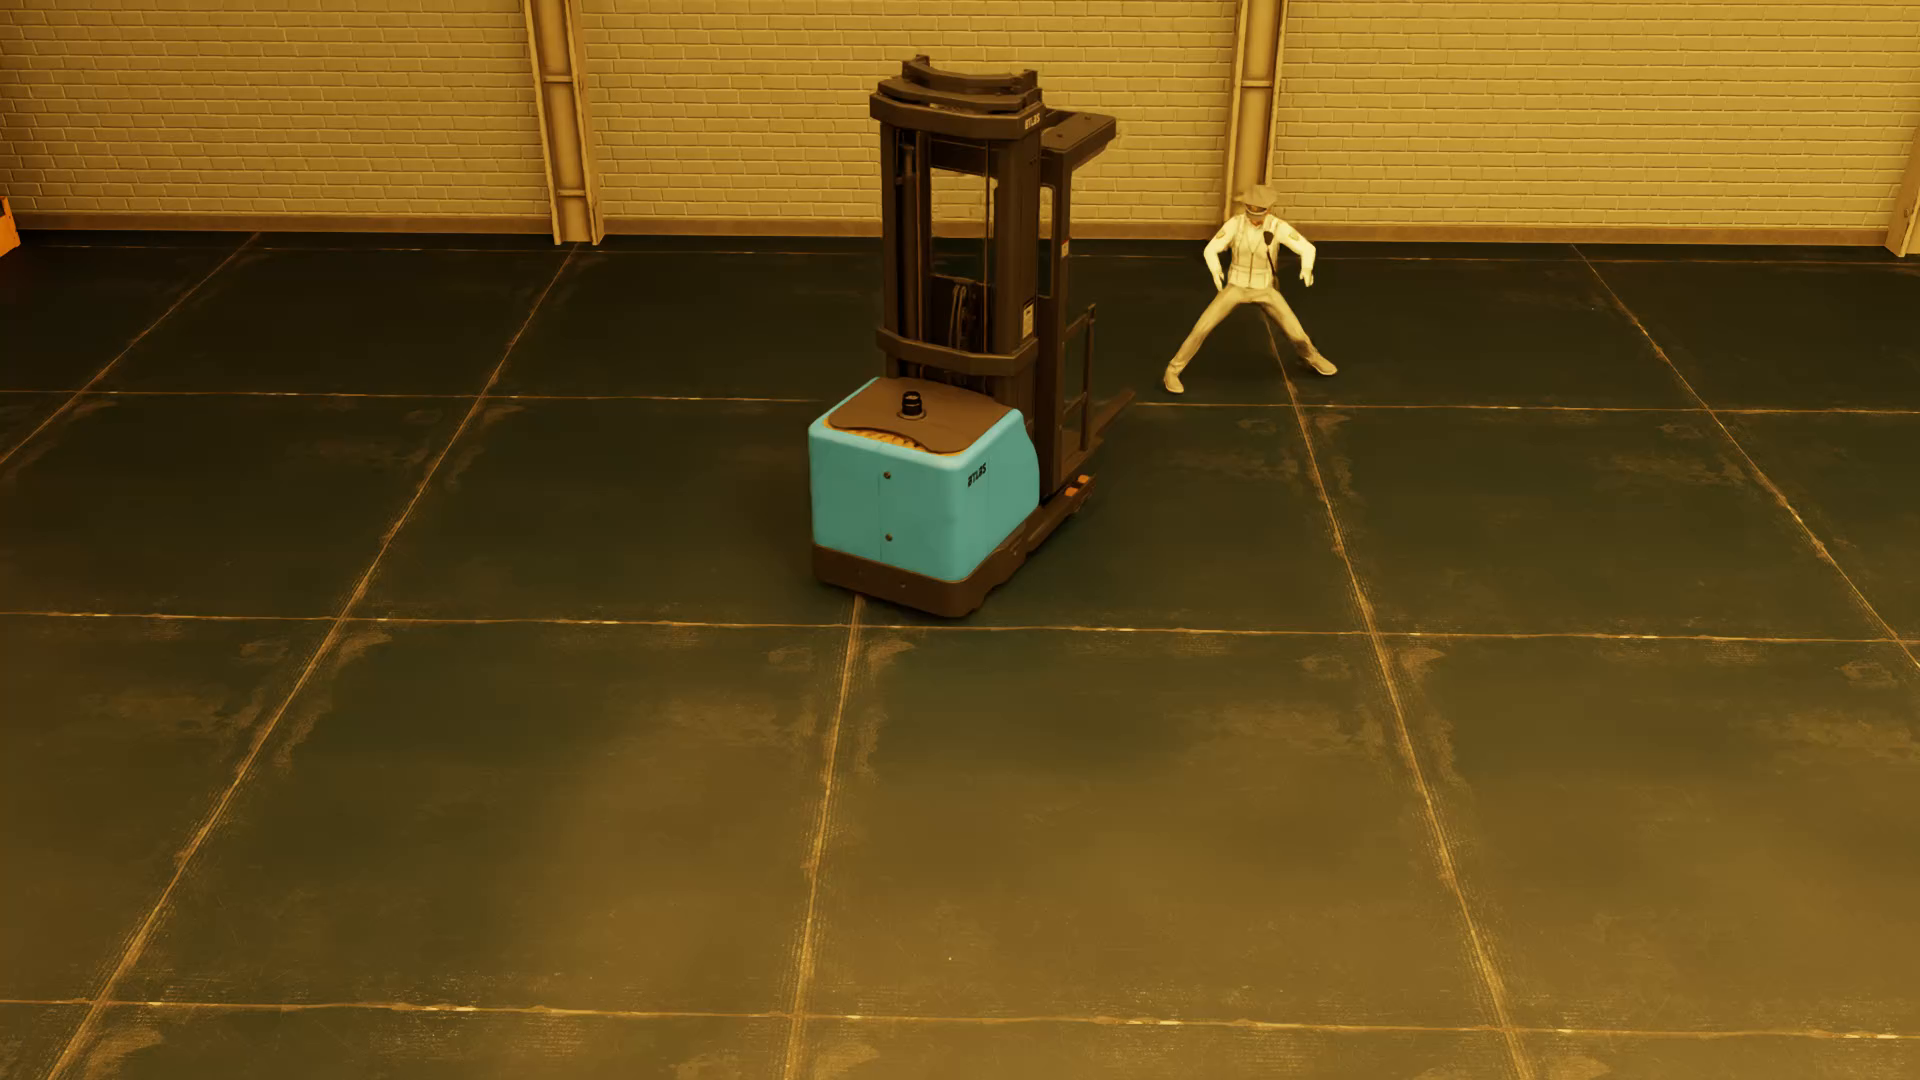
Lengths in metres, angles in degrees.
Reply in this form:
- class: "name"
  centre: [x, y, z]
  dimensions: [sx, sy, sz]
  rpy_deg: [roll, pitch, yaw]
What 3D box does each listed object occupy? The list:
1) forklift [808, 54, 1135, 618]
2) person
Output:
- class: "forklift"
  centre: [0.246, -1.536, 10.219]
  dimensions: [1.130, 2.935, 3.031]
  rpy_deg: [15, 34, 24]
- class: "person"
  centre: [2.175, -1.828, 12.144]
  dimensions: [1.243, 1.473, 0.793]
  rpy_deg: [9, 32, 15]
